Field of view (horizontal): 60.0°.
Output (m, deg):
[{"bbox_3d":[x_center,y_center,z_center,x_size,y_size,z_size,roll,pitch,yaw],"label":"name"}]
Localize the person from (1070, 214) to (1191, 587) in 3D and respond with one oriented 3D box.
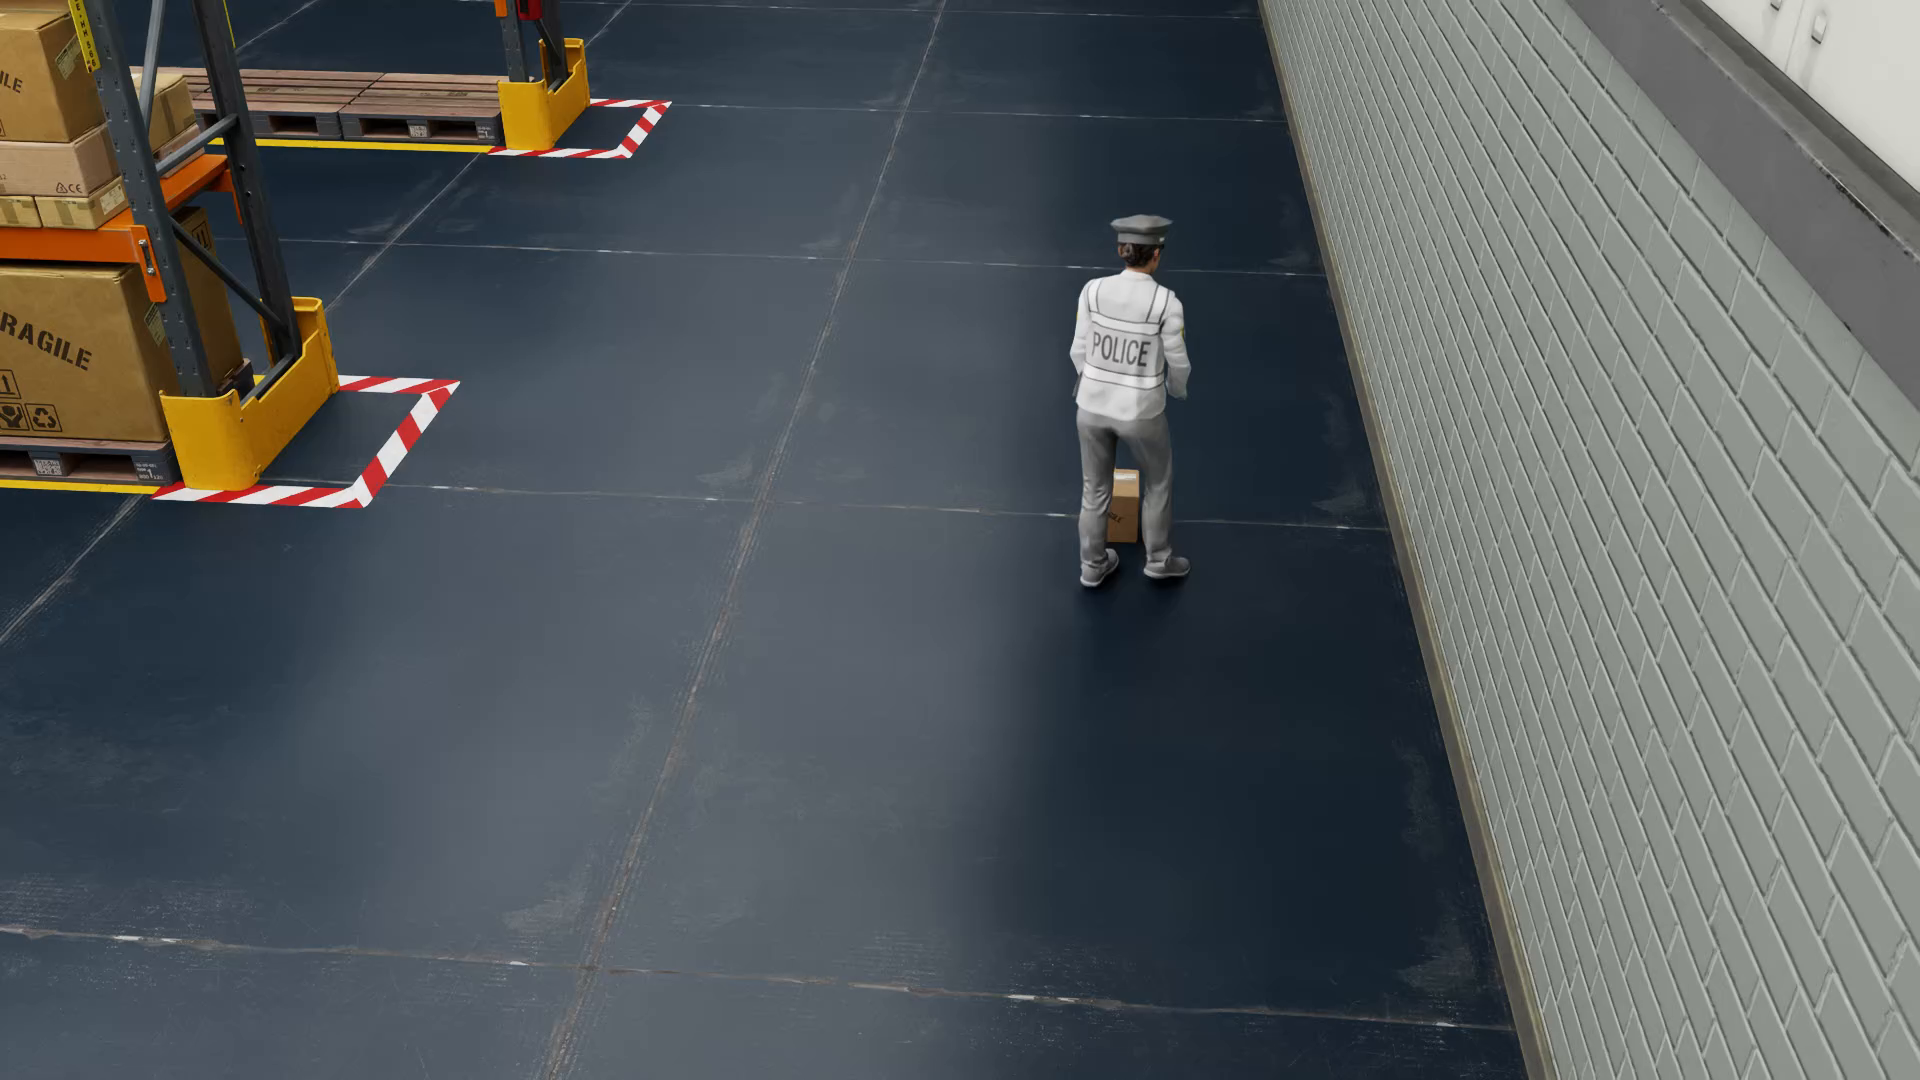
[{"bbox_3d":[0.727,-0.541,6.996,0.540,1.684,0.502,12,34,18],"label":"person"}]
